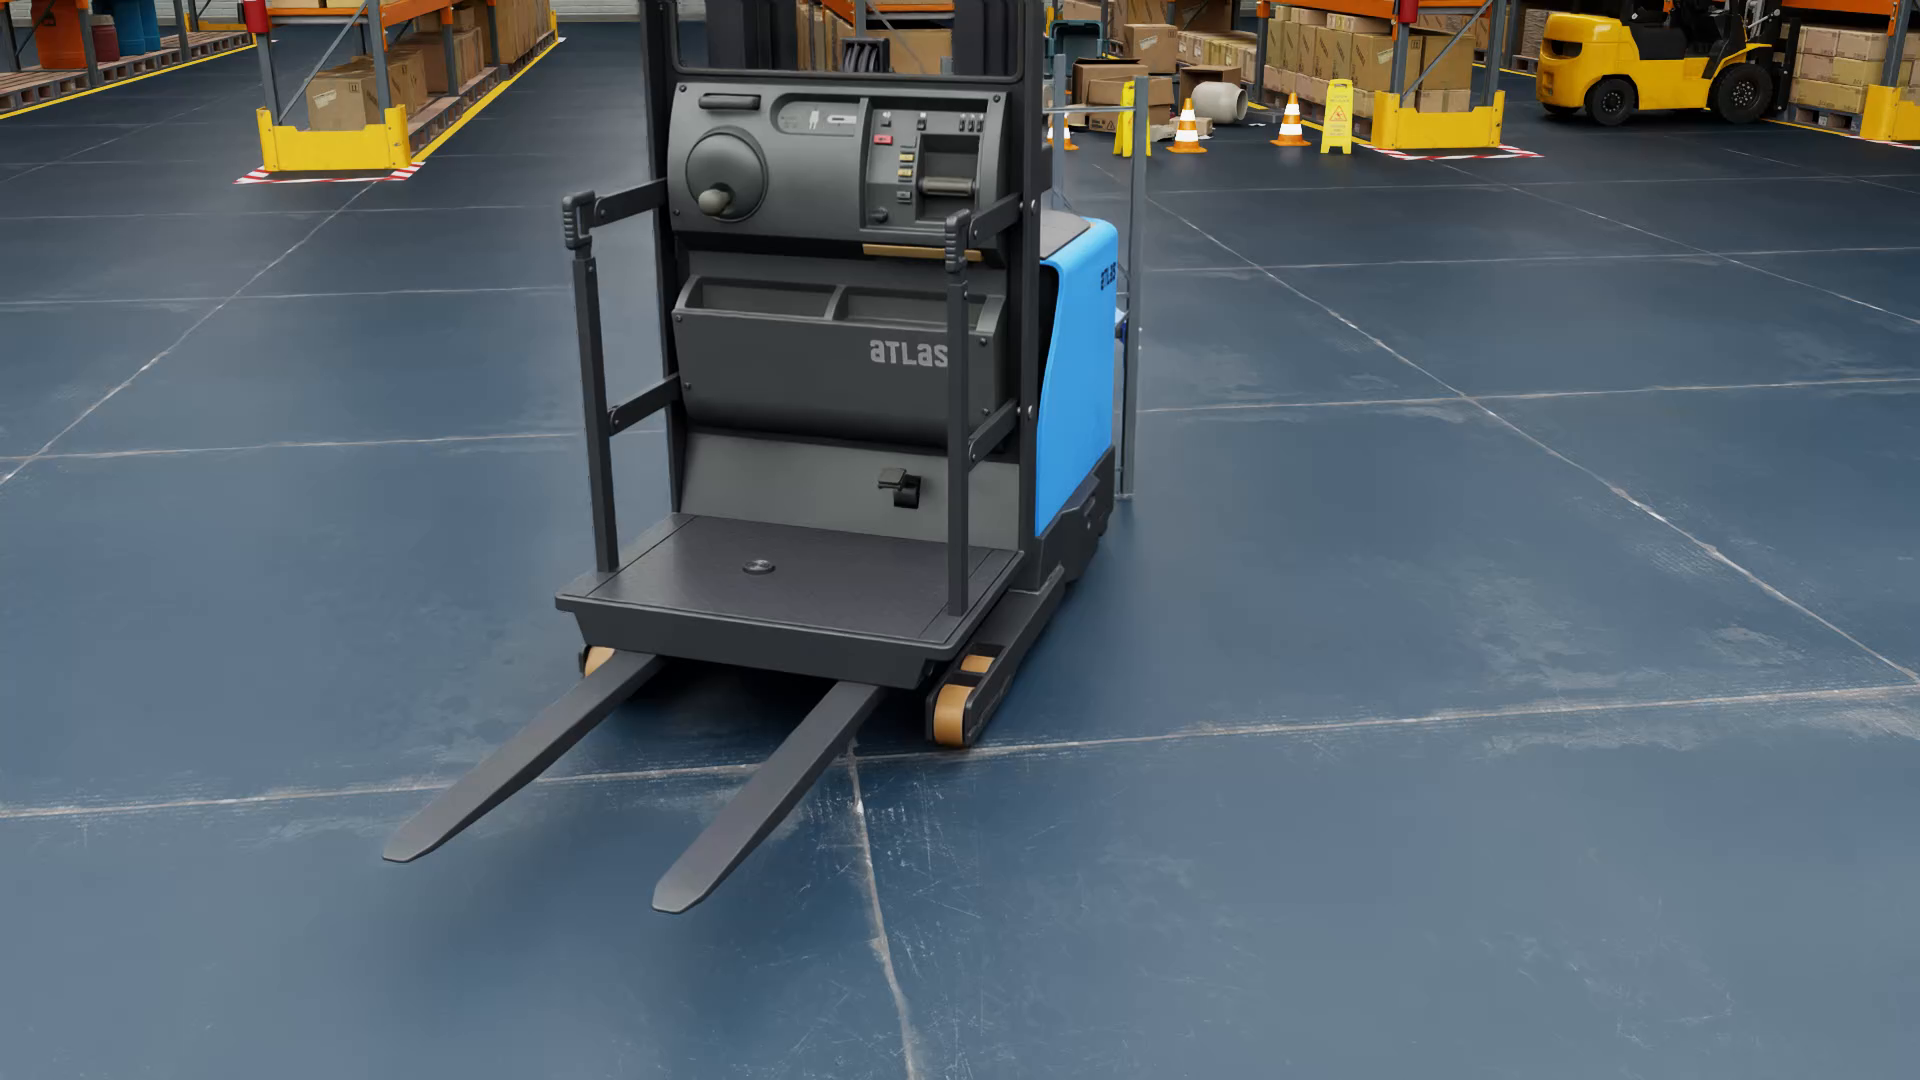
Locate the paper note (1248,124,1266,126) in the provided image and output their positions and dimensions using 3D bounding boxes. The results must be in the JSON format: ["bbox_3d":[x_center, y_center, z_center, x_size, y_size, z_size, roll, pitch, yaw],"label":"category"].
[{"bbox_3d":[3.079,-4.301,17.187,0.142,0.019,0.148,-11,23,-26],"label":"paper note"}]

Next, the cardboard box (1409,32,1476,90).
[{"bbox_3d":[4.630,-4.649,16.133,0.500,0.500,0.500,-4,21,-10],"label":"cardboard box"}]

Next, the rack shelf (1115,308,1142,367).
[{"bbox_3d":[0.282,-0.852,6.368,0.538,0.185,1.000,-4,21,-12],"label":"rack shelf"}]

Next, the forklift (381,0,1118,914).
[{"bbox_3d":[-0.396,-0.993,4.186,1.130,2.935,3.031,6,21,16],"label":"forklift"}]

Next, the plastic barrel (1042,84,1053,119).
[{"bbox_3d":[0.698,-4.665,17.602,0.512,0.421,0.421,12,24,30],"label":"plastic barrel"}]

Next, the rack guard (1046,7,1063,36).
[{"bbox_3d":[2.167,-9.464,30.341,1.175,0.500,0.348,-3,21,-8],"label":"rack guard"}]

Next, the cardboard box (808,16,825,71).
[{"bbox_3d":[-1.162,-5.541,18.879,1.050,0.750,0.750,-3,21,-8],"label":"cardboard box"}]

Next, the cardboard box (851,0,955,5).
[{"bbox_3d":[-0.505,-4.999,14.599,0.875,0.550,0.550,-3,21,-8],"label":"cardboard box"}]

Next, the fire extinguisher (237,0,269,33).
[{"bbox_3d":[-5.769,-4.488,13.557,0.296,0.674,0.183,-3,21,-8],"label":"fire extinguisher"}]

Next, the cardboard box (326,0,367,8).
[{"bbox_3d":[-5.135,-4.580,14.052,0.380,0.149,0.250,-3,21,-8],"label":"cardboard box"}]

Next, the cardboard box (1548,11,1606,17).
[{"bbox_3d":[8.413,-6.751,22.297,0.875,0.625,0.625,-2,21,-6],"label":"cardboard box"}]

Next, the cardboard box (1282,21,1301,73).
[{"bbox_3d":[3.807,-5.329,17.956,0.500,0.500,0.500,-2,21,-6],"label":"cardboard box"}]

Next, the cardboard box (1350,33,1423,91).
[{"bbox_3d":[4.103,-4.611,16.034,0.500,0.500,0.500,-3,21,-7],"label":"cardboard box"}]

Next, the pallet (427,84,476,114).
[{"bbox_3d":[-6.020,-4.936,18.629,1.003,0.211,1.213,-3,21,-8],"label":"pallet"}]

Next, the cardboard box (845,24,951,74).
[{"bbox_3d":[-0.570,-4.235,15.205,0.875,0.875,0.875,-3,21,-7],"label":"cardboard box"}]

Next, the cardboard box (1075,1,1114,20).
[{"bbox_3d":[2.505,-9.083,28.811,0.875,0.438,0.875,-2,21,-6],"label":"cardboard box"}]

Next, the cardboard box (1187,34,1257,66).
[{"bbox_3d":[3.510,-6.372,21.644,0.950,0.372,0.625,-3,21,-9],"label":"cardboard box"}]

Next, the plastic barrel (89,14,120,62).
[{"bbox_3d":[-11.634,-6.734,22.305,0.600,0.588,0.708,-3,21,-8],"label":"plastic barrel"}]

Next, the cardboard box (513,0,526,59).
[{"bbox_3d":[-6.683,-7.108,22.896,1.225,0.875,0.875,-3,21,-8],"label":"cardboard box"}]

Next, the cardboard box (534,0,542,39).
[{"bbox_3d":[-7.205,-8.488,26.591,0.875,0.875,0.875,-3,21,-8],"label":"cardboard box"}]

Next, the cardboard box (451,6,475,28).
[{"bbox_3d":[-6.356,-6.513,20.740,0.500,0.250,0.500,-2,21,-6],"label":"cardboard box"}]

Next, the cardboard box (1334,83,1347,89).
[{"bbox_3d":[4.027,-4.442,16.652,0.500,0.250,0.500,-3,21,-8],"label":"cardboard box"}]

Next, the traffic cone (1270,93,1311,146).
[{"bbox_3d":[3.138,-3.983,15.718,0.336,0.463,0.334,-3,21,-8],"label":"traffic cone"}]

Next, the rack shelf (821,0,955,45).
[{"bbox_3d":[-0.695,-5.158,16.267,1.077,0.370,4.000,-3,21,-8],"label":"rack shelf"}]

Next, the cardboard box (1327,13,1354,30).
[{"bbox_3d":[3.915,-5.217,16.729,0.380,0.149,0.250,-2,21,-5],"label":"cardboard box"}]

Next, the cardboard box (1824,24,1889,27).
[{"bbox_3d":[9.369,-5.238,17.355,0.500,0.250,0.500,-3,21,-8],"label":"cardboard box"}]

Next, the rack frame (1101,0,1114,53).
[{"bbox_3d":[2.747,-9.242,26.174,1.000,3.000,0.127,-3,21,-8],"label":"rack frame"}]

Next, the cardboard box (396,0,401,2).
[{"bbox_3d":[-5.259,-4.928,14.982,0.380,0.149,0.250,-3,21,-8],"label":"cardboard box"}]

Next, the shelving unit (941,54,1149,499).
[{"bbox_3d":[0.282,-1.020,6.305,0.538,1.500,1.048,-4,21,-12],"label":"shelving unit"}]

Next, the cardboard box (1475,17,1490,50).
[{"bbox_3d":[7.900,-7.444,24.332,0.500,0.500,0.500,-3,21,-9],"label":"cardboard box"}]

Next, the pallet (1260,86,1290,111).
[{"bbox_3d":[4.032,-4.935,18.628,1.003,0.211,1.213,-3,21,-8],"label":"pallet"}]

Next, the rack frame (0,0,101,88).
[{"bbox_3d":[-11.384,-7.107,20.459,1.000,3.000,0.127,-3,21,-8],"label":"rack frame"}]

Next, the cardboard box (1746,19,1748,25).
[{"bbox_3d":[8.718,-5.568,18.238,0.500,0.250,0.500,-2,21,-6],"label":"cardboard box"}]

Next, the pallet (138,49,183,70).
[{"bbox_3d":[-11.891,-6.917,23.934,1.003,0.211,1.213,-3,21,-8],"label":"pallet"}]

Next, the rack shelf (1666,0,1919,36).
[{"bbox_3d":[9.100,-5.694,17.703,1.077,0.370,4.000,-3,21,-8],"label":"rack shelf"}]

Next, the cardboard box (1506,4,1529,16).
[{"bbox_3d":[7.913,-7.597,23.813,0.380,0.149,0.250,-4,21,-10],"label":"cardboard box"}]

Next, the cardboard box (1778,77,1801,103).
[{"bbox_3d":[8.882,-4.741,17.451,0.500,0.250,0.500,-3,21,-7],"label":"cardboard box"}]

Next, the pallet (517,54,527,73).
[{"bbox_3d":[-6.694,-6.749,23.485,1.003,0.211,1.213,-3,21,-8],"label":"pallet"}]

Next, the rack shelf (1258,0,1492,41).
[{"bbox_3d":[4.189,-5.443,17.030,1.077,0.370,4.000,-3,21,-8],"label":"rack shelf"}]

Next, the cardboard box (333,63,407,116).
[{"bbox_3d":[-5.595,-4.253,15.789,0.500,0.500,0.500,-1,21,-3],"label":"cardboard box"}]

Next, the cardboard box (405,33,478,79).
[{"bbox_3d":[-6.185,-5.774,19.832,0.700,0.500,0.500,-1,21,-3],"label":"cardboard box"}]

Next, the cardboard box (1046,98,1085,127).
[{"bbox_3d":[1.087,-4.404,17.129,0.396,0.266,0.258,1,20,2],"label":"cardboard box"}]

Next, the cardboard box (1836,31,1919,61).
[{"bbox_3d":[9.013,-4.860,16.341,0.500,0.250,0.500,-2,21,-6],"label":"cardboard box"}]

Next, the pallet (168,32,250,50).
[{"bbox_3d":[-12.457,-8.283,27.593,1.003,0.211,1.213,-3,21,-8],"label":"pallet"}]

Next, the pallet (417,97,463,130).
[{"bbox_3d":[-5.774,-4.435,17.290,1.003,0.211,1.213,-3,21,-8],"label":"pallet"}]

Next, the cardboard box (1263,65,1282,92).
[{"bbox_3d":[3.718,-5.163,18.582,0.500,0.250,0.500,-4,21,-10],"label":"cardboard box"}]

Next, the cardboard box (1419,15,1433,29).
[{"bbox_3d":[7.592,-8.157,26.240,0.500,0.500,0.500,-3,21,-8],"label":"cardboard box"}]

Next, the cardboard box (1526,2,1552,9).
[{"bbox_3d":[8.457,-7.728,24.165,0.380,0.149,0.250,-2,21,-6],"label":"cardboard box"}]

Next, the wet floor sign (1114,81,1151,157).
[{"bbox_3d":[1.557,-3.789,14.940,0.267,0.644,0.232,-7,21,-17],"label":"wet floor sign"}]

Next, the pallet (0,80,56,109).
[{"bbox_3d":[-11.138,-5.109,19.095,1.003,0.211,1.213,-3,21,-8],"label":"pallet"}]

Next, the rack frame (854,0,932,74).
[{"bbox_3d":[-0.407,-4.803,14.288,1.000,3.000,0.127,-3,21,-8],"label":"rack frame"}]

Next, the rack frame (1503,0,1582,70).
[{"bbox_3d":[8.235,-8.109,23.139,1.000,3.000,0.127,-3,21,-8],"label":"rack frame"}]

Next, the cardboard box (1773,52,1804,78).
[{"bbox_3d":[8.852,-4.986,17.395,0.500,0.250,0.500,-3,21,-9],"label":"cardboard box"}]

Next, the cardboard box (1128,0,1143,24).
[{"bbox_3d":[3.054,-7.920,25.072,0.875,0.875,0.875,-2,21,-6],"label":"cardboard box"}]

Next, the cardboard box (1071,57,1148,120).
[{"bbox_3d":[1.576,-4.785,17.615,0.797,0.637,0.503,-3,21,-8],"label":"cardboard box"}]

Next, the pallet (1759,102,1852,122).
[{"bbox_3d":[9.064,-4.717,18.043,1.003,0.211,1.213,-3,21,-8],"label":"pallet"}]
